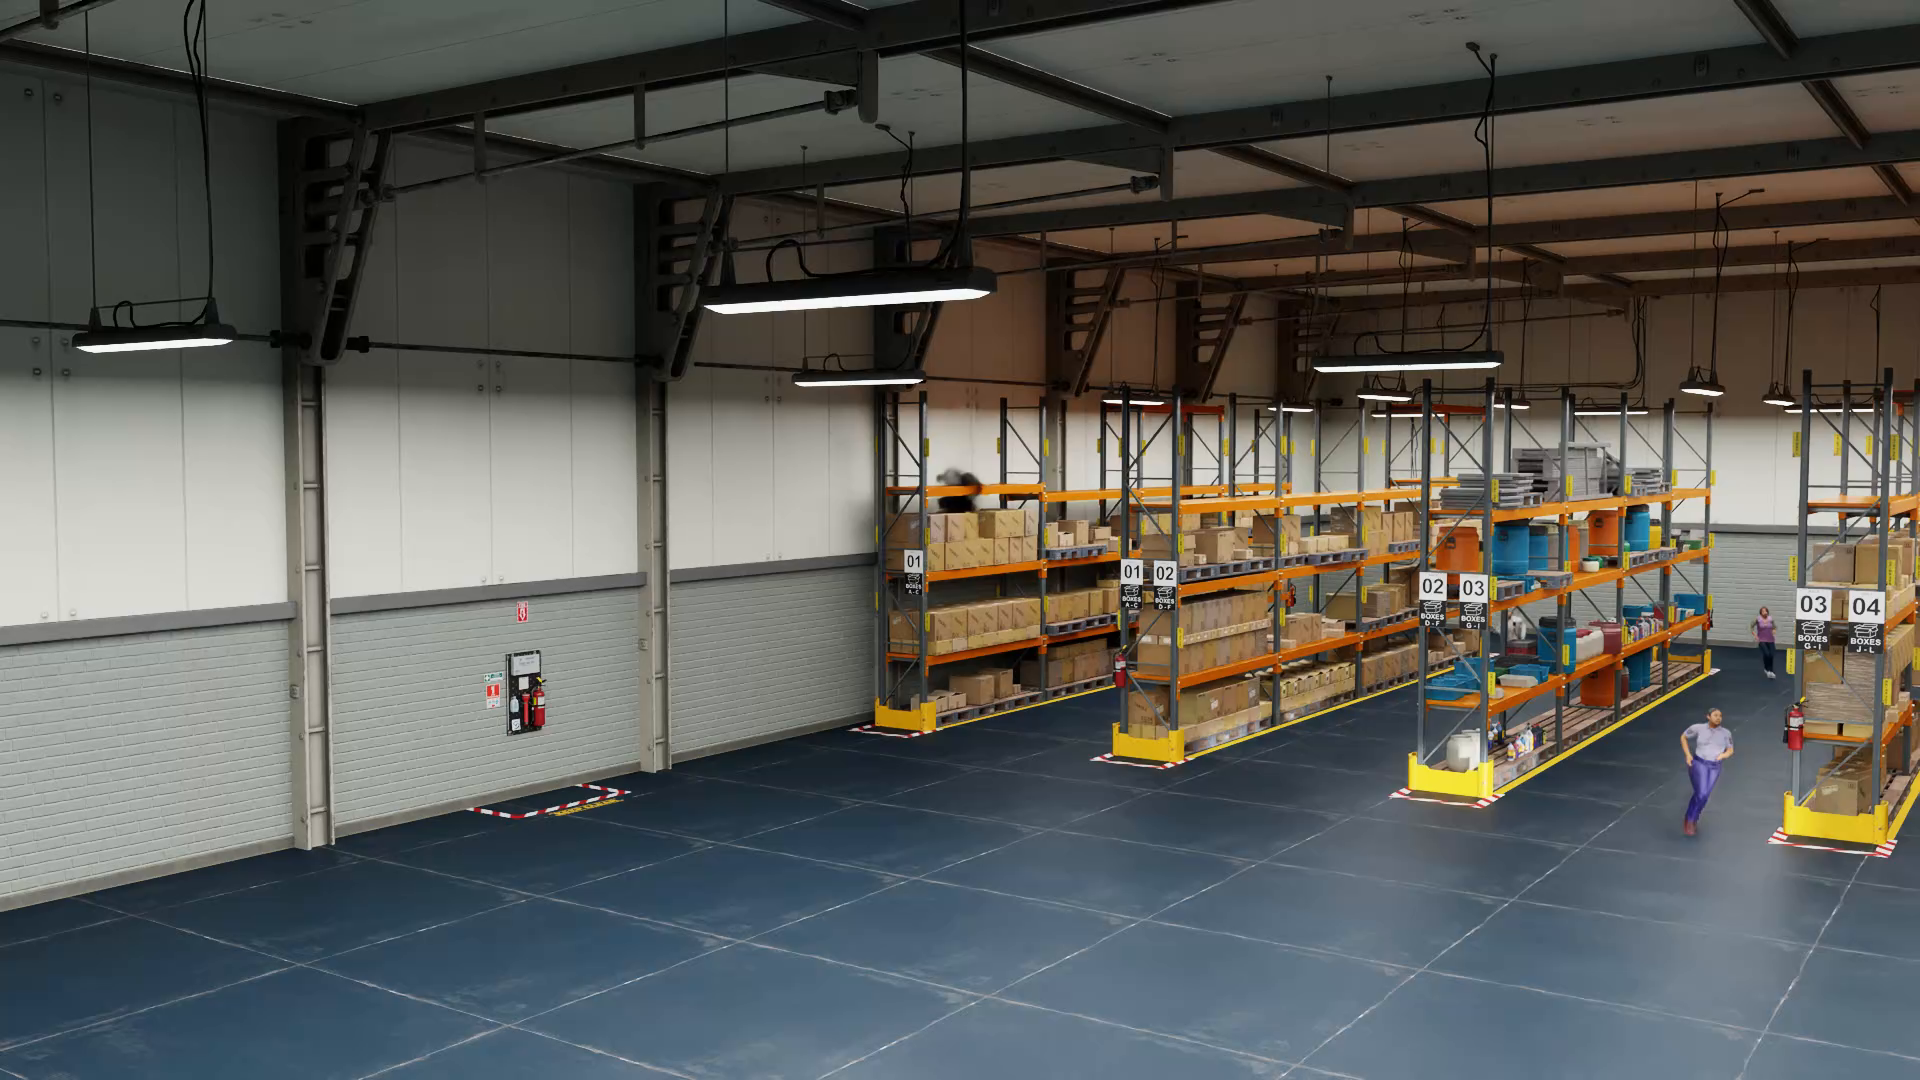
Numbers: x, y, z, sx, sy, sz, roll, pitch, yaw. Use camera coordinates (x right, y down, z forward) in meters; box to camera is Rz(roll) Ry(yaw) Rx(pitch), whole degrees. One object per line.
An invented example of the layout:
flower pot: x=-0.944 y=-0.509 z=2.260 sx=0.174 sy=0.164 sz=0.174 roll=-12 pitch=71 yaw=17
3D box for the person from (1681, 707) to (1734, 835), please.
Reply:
person: x=9.718 y=3.002 z=21.646 sx=0.633 sy=1.664 sz=0.636 roll=0 pitch=3 yaw=1

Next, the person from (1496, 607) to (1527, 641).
person: x=11.939 y=2.205 z=36.050 sx=0.596 sy=1.621 sz=0.688 roll=2 pitch=4 yaw=34

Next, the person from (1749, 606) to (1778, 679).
person: x=17.456 y=2.217 z=36.068 sx=0.545 sy=1.566 sz=0.620 roll=0 pitch=3 yaw=5
